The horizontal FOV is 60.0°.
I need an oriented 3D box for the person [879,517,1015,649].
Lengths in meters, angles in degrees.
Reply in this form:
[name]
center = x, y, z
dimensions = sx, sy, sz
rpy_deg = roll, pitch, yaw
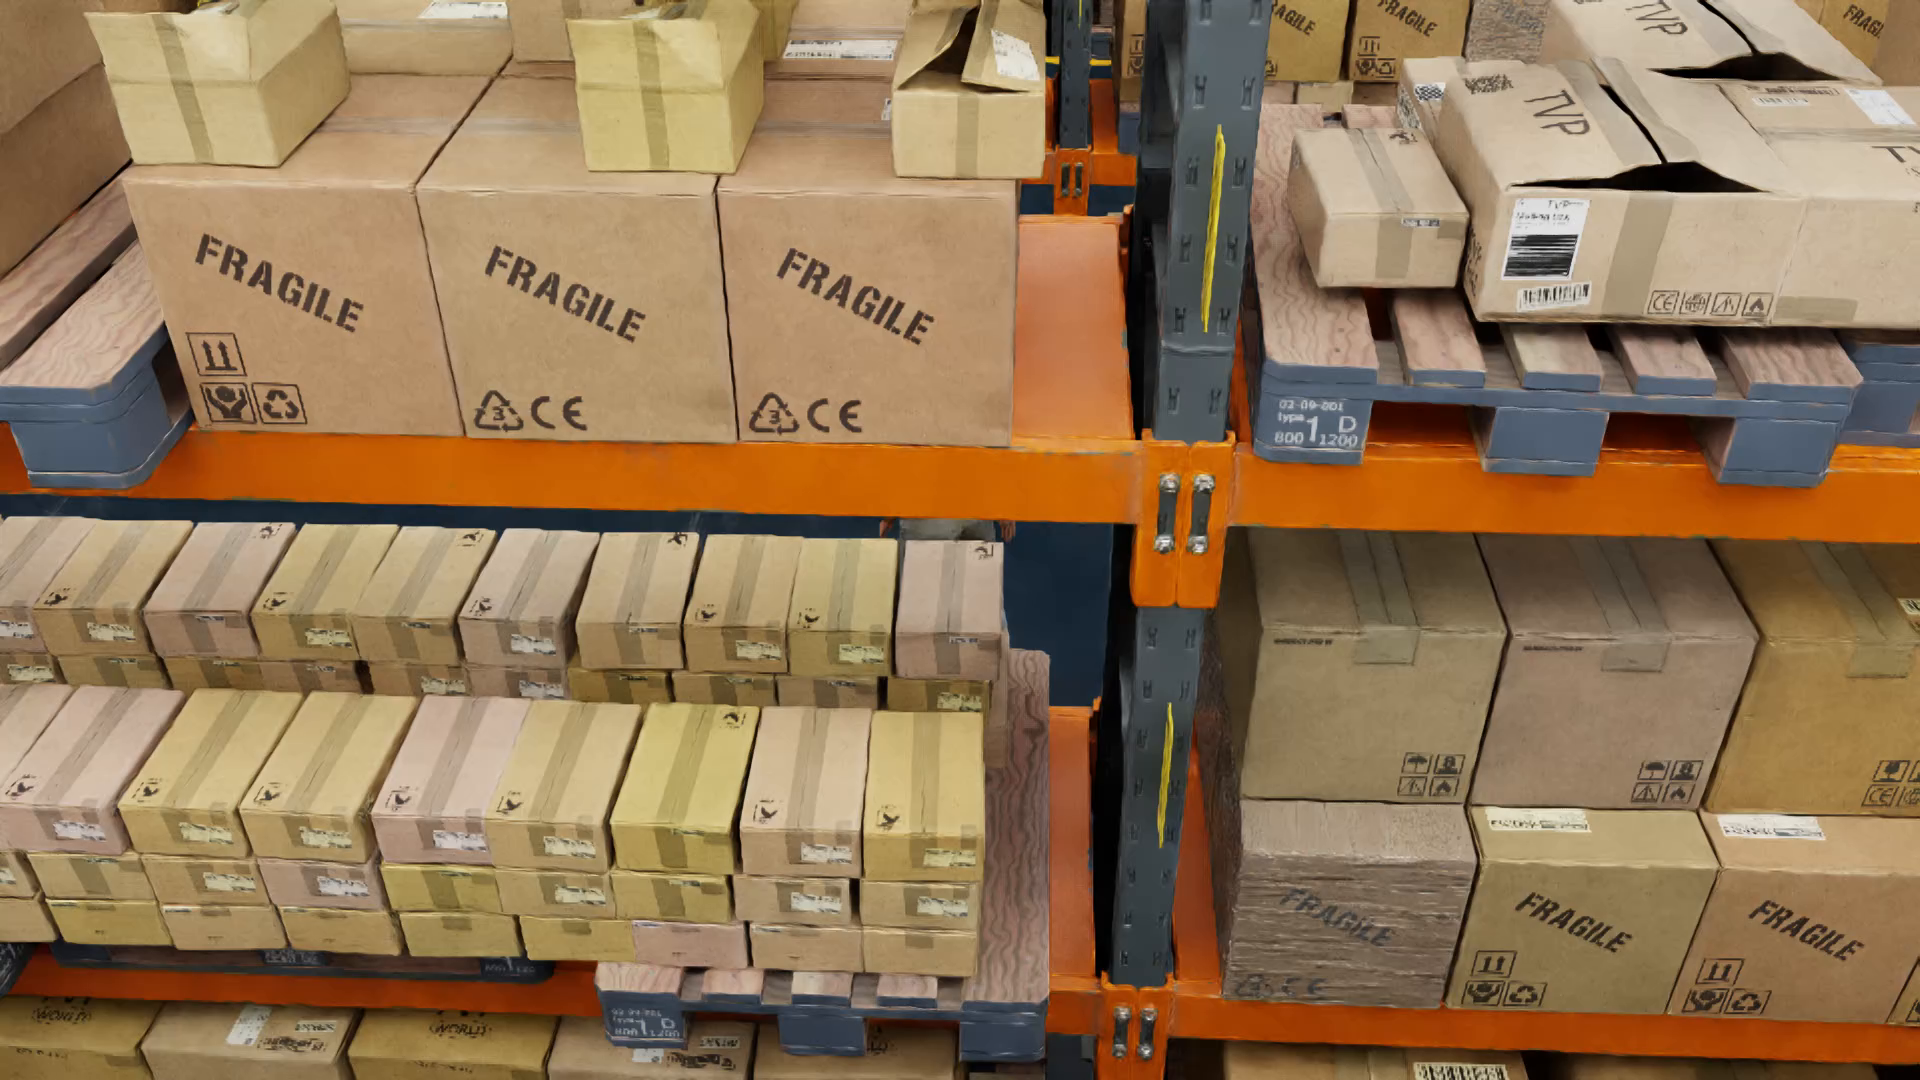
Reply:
[person]
center = -0.031, -0.074, 6.247
dimensions = 0.512, 1.672, 0.349
rpy_deg = -19, 40, -24
